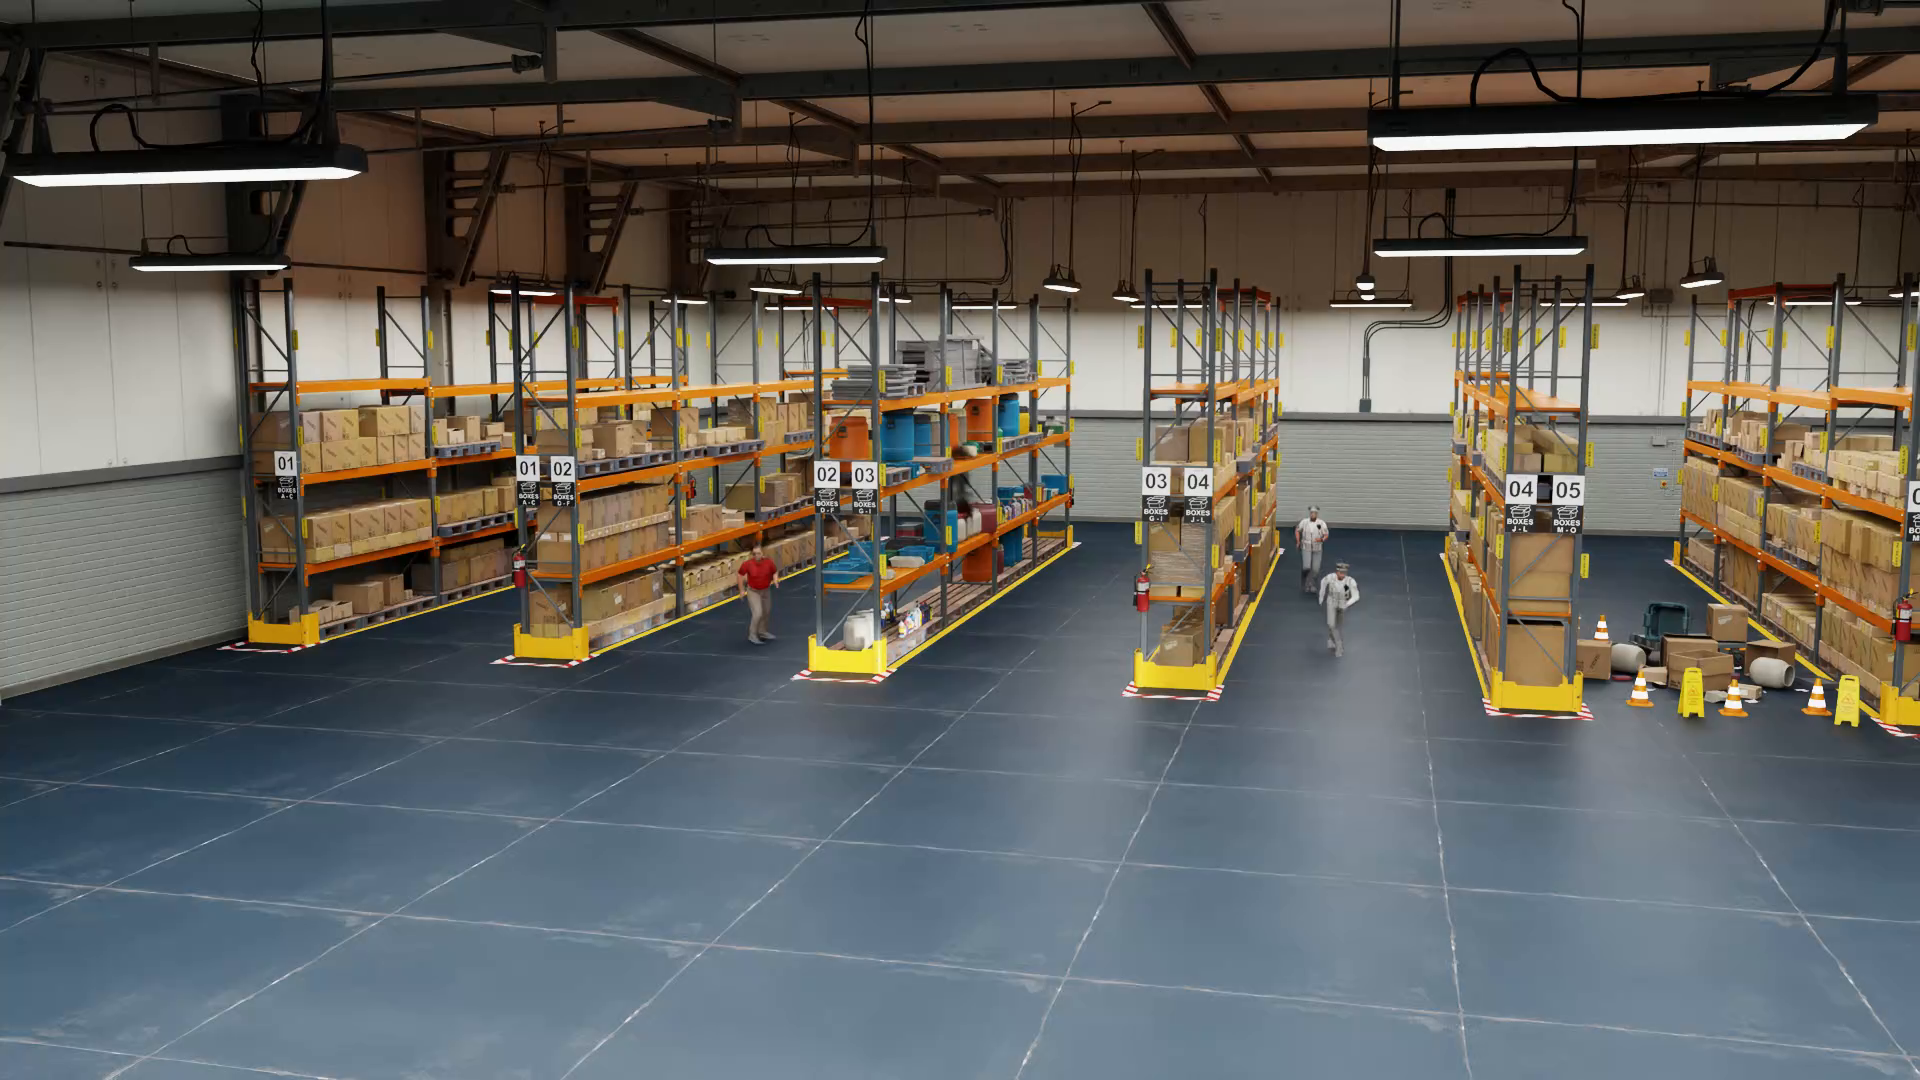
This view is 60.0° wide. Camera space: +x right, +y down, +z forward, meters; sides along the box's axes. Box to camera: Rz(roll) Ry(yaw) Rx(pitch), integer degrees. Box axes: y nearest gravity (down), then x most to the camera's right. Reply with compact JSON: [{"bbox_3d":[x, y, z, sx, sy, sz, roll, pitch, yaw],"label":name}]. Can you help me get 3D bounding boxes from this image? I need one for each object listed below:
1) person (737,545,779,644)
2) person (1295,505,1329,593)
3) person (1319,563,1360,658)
[{"bbox_3d":[-3.298,0.911,27.626,0.670,1.690,0.841,-5,9,-38],"label":"person"},{"bbox_3d":[6.962,0.186,32.894,0.638,1.753,0.649,1,7,8],"label":"person"},{"bbox_3d":[6.039,1.068,26.532,0.613,1.505,0.999,1,7,9],"label":"person"}]
